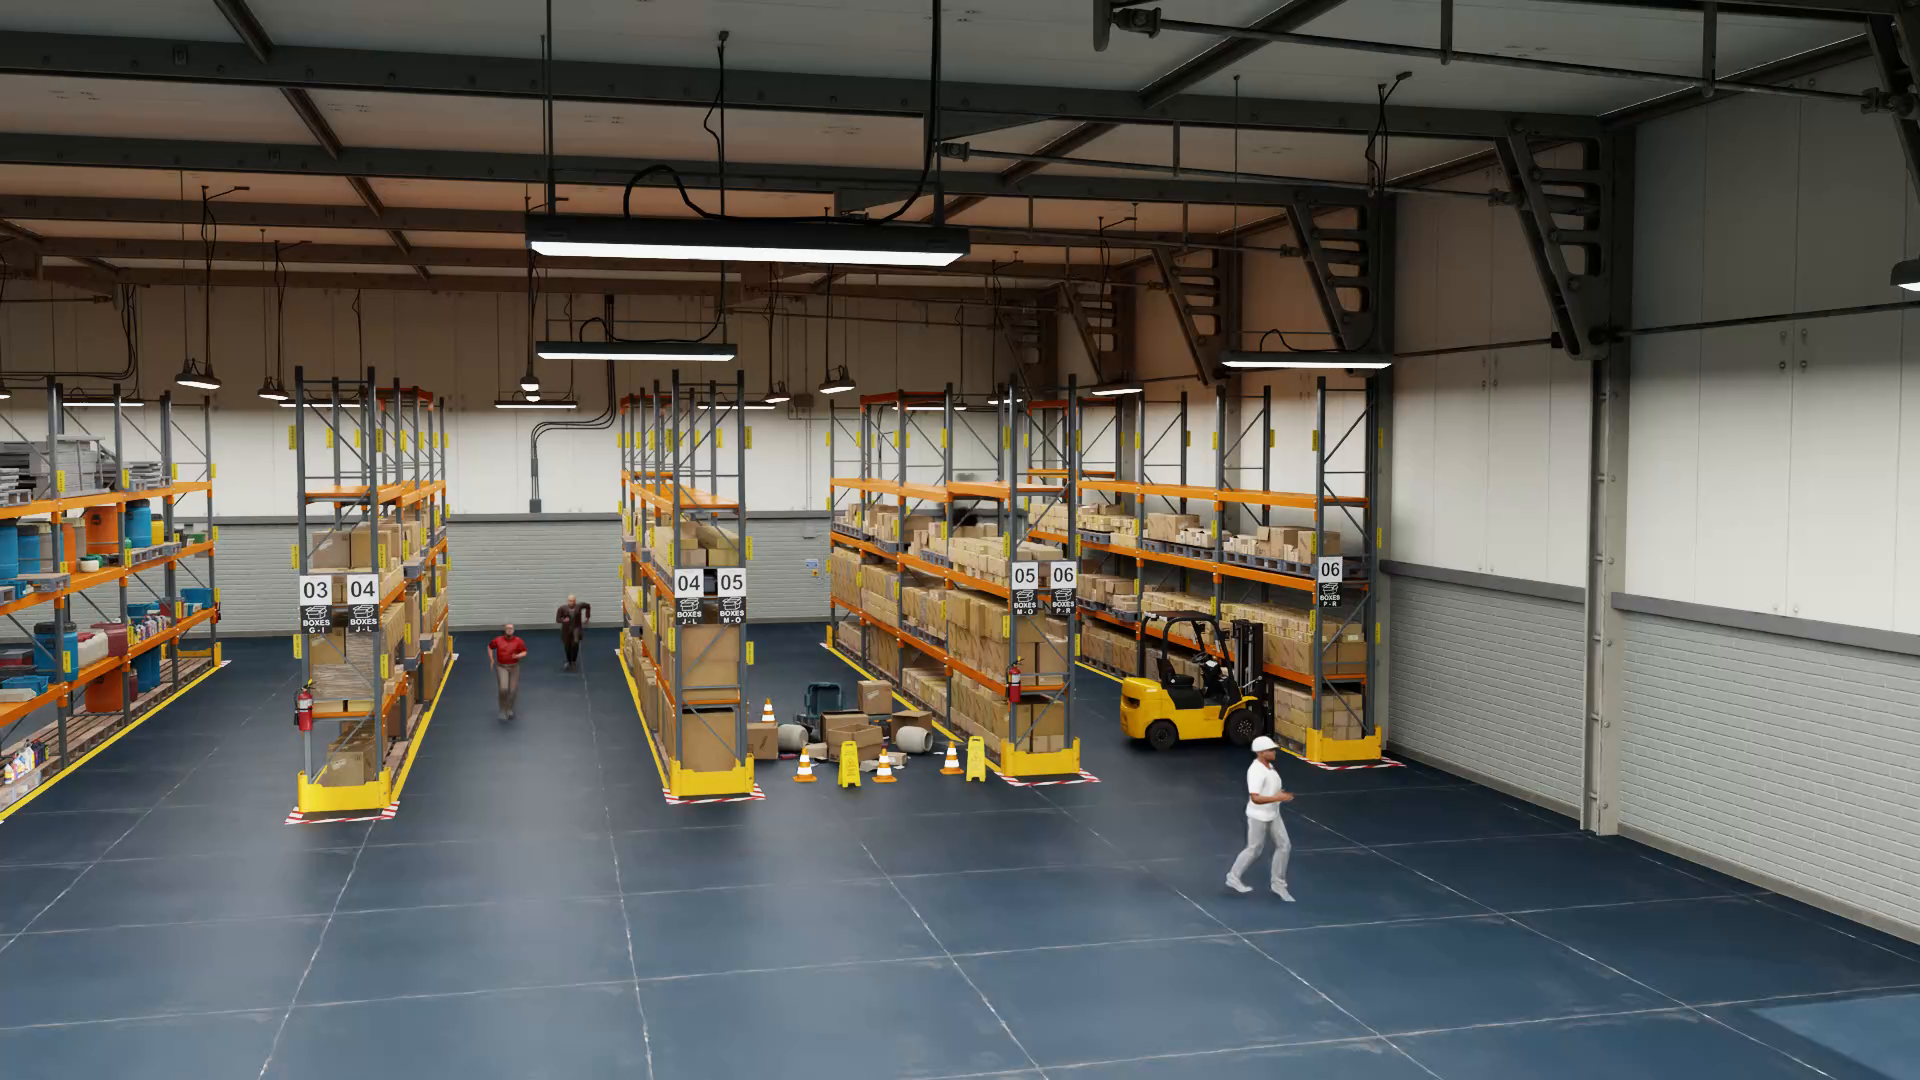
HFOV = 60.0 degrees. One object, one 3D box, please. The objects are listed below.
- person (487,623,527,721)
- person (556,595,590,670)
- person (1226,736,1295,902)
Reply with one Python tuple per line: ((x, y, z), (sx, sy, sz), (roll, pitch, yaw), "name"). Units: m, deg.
((-8.103, 2.370, 29.854), (0.646, 1.757, 0.686), (-2, 4, -25), "person")
((-8.442, 2.011, 36.268), (0.729, 1.681, 1.036), (-1, 4, -14), "person")
((3.284, 3.043, 18.098), (0.787, 1.831, 0.676), (2, 4, 31), "person")
